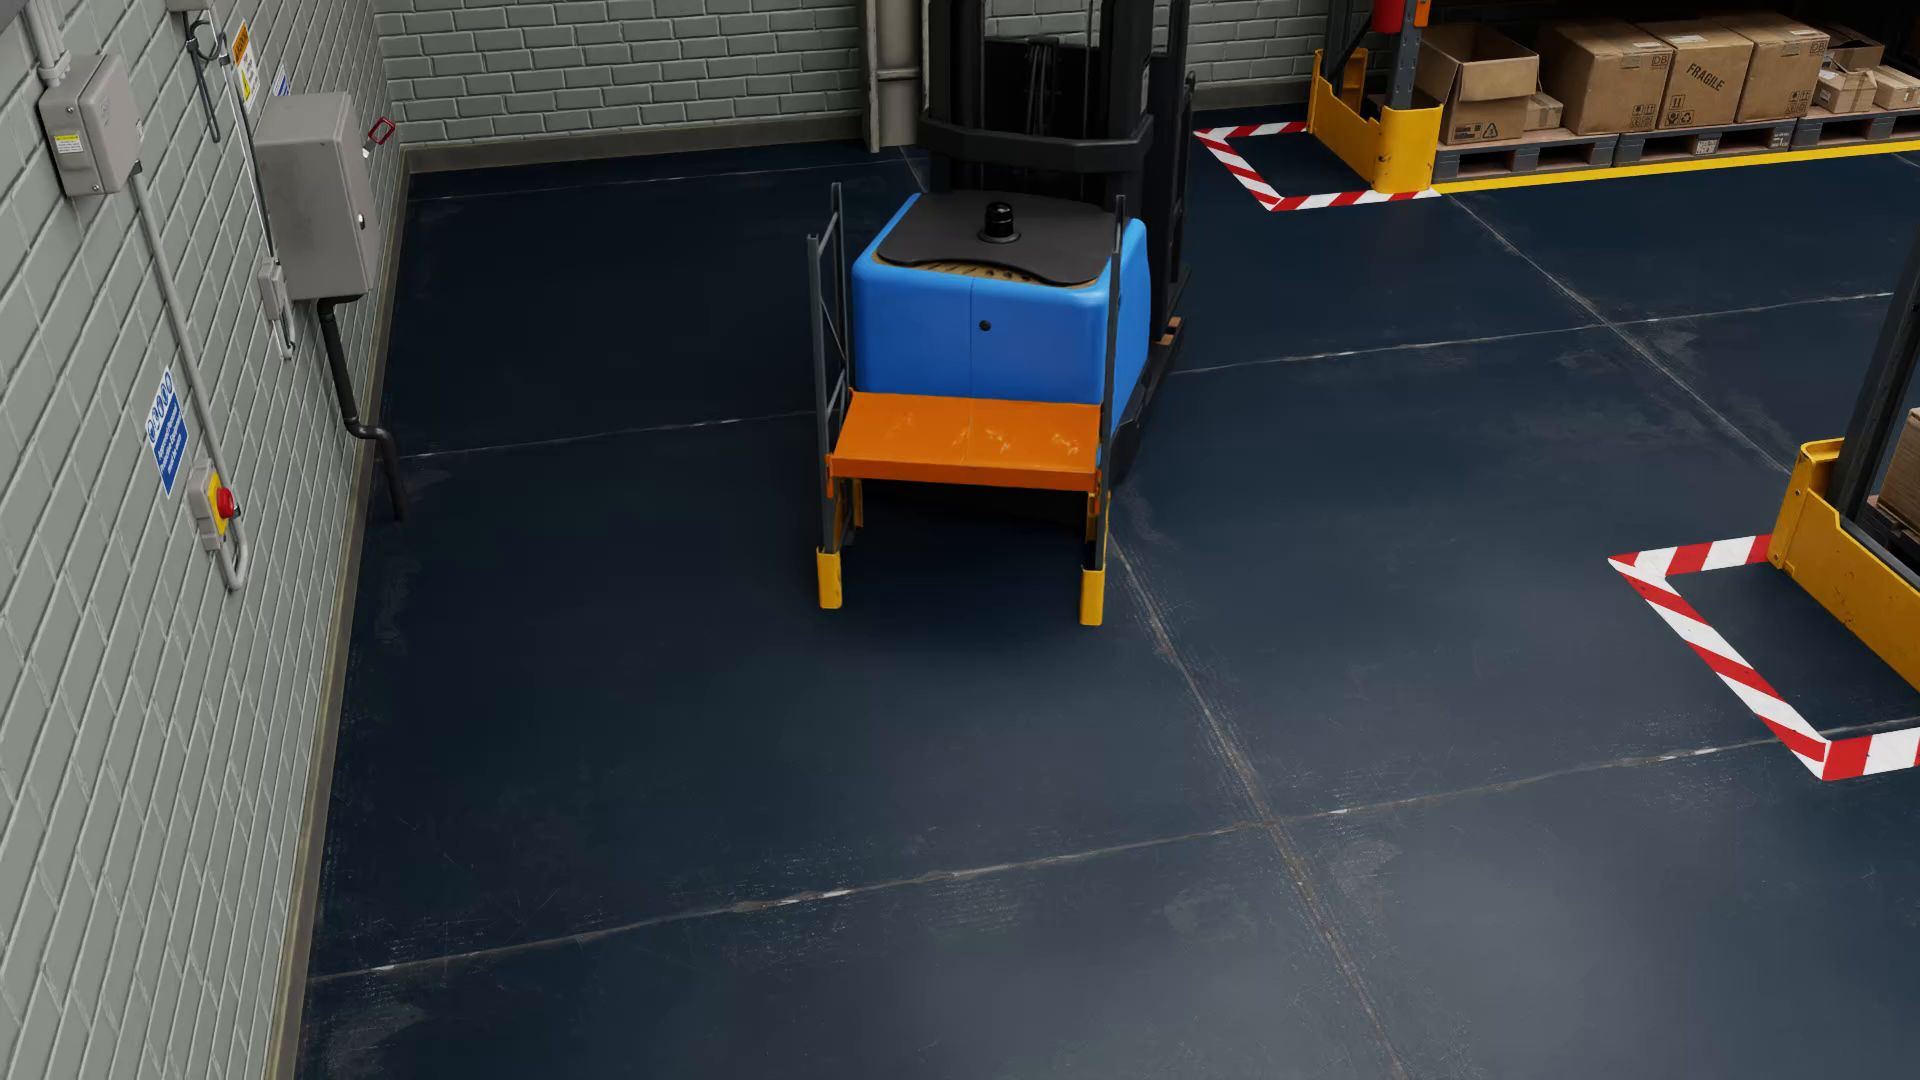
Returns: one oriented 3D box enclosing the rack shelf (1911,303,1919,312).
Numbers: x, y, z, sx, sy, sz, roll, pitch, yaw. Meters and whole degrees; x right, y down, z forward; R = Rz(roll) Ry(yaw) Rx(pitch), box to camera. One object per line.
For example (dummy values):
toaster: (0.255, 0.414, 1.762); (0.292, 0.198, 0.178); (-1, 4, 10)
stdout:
rack shelf: (5.480, -0.852, 5.973); (4.000, 0.370, 1.077); (-7, 35, -11)

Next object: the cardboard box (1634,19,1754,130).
cardboard box: (4.428, -2.856, 10.181); (0.500, 0.500, 0.500); (-7, 34, -10)

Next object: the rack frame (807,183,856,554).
rack frame: (-0.469, -0.522, 6.181); (0.032, 1.500, 0.500); (4, 34, 5)

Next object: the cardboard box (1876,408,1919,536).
cardboard box: (4.151, -0.150, 6.205); (0.875, 0.438, 0.875); (-8, 35, -12)

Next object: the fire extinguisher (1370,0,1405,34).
fire extinguisher: (2.389, -3.145, 9.149); (0.183, 0.674, 0.296); (-7, 35, -11)

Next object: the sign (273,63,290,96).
sign: (-2.598, -1.562, 6.471); (0.001, 0.494, 0.329); (-7, 35, -11)

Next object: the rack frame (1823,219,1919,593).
rack frame: (3.529, -0.904, 5.406); (0.127, 3.000, 1.000); (-7, 35, -11)

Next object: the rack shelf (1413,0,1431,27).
rack shelf: (4.381, -3.549, 9.992); (4.000, 0.370, 1.077); (-7, 35, -11)

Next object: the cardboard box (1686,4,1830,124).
cardboard box: (4.903, -2.973, 10.355); (0.500, 0.500, 0.700); (-8, 35, -12)

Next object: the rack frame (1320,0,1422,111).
rack frame: (2.431, -3.602, 9.425); (0.127, 3.000, 1.000); (-7, 35, -11)

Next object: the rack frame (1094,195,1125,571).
rack frame: (0.541, -0.459, 6.088); (0.032, 1.500, 0.500); (4, 34, 5)

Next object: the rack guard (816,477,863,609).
rack guard: (-0.468, -0.003, 6.529); (0.087, 0.250, 0.587); (4, 34, 5)

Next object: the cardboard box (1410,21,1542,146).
cardboard box: (3.048, -2.763, 10.039); (0.637, 0.503, 0.797); (-9, 35, -12)

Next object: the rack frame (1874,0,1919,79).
rack frame: (6.332, -4.093, 10.158); (0.127, 3.000, 1.000); (-7, 35, -11)

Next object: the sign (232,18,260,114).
sign: (-2.476, -1.646, 5.769); (0.001, 0.242, 0.339); (-7, 35, -11)

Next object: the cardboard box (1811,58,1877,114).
cardboard box: (5.505, -2.860, 10.397); (0.258, 0.266, 0.396); (-6, 34, -9)

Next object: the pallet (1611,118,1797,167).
pallet: (4.470, -2.700, 10.584); (1.213, 0.211, 1.003); (-7, 35, -11)

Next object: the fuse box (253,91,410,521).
fuse box: (-2.287, -0.823, 6.441); (0.414, 1.711, 0.539); (-7, 35, -11)

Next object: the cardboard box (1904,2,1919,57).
cardboard box: (6.746, -3.451, 11.067); (0.500, 0.500, 0.500); (-7, 35, -11)

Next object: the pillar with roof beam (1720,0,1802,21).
pillar with roof beam: (6.404, -4.649, 5.602); (0.400, 9.000, 9.100); (-7, 35, -11)

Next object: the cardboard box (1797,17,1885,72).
cardboard box: (5.635, -3.199, 10.861); (0.500, 0.311, 0.500); (-6, 34, -9)

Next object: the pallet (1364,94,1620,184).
pallet: (3.282, -2.552, 10.363); (1.213, 0.211, 1.003); (-7, 35, -11)

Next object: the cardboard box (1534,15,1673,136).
cardboard box: (3.890, -2.846, 10.165); (0.500, 0.500, 0.700); (-6, 34, -9)

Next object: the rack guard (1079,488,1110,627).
rack guard: (0.522, 0.059, 6.438); (0.087, 0.250, 0.587); (4, 34, 5)

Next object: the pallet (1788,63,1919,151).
pallet: (5.662, -2.852, 10.810); (1.213, 0.211, 1.003); (-7, 35, -11)

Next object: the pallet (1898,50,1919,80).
pallet: (7.117, -3.056, 11.115); (1.213, 0.211, 1.003); (-7, 35, -11)

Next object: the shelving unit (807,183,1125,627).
shelving unit: (0.027, -0.491, 6.136); (1.083, 1.500, 0.587); (4, 34, 5)

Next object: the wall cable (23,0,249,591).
wall cable: (-1.965, -0.633, 4.062); (0.123, 1.953, 0.585); (-7, 35, -11)

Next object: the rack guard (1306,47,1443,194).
rack guard: (2.505, -2.573, 10.136); (0.348, 0.500, 1.175); (-7, 35, -11)

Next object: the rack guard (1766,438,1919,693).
rack guard: (3.506, 0.136, 6.098); (0.348, 0.500, 1.175); (-7, 35, -11)

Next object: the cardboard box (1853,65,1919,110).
cardboard box: (5.853, -2.856, 10.495); (0.250, 0.149, 0.380); (-8, 35, -12)

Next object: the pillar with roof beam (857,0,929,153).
pillar with roof beam: (0.552, -3.911, 4.503); (0.400, 9.000, 9.100); (-7, 35, -11)

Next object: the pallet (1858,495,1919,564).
pallet: (4.292, 0.113, 6.393); (1.213, 0.211, 1.003); (-7, 35, -11)

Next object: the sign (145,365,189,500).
sign: (-2.014, -0.277, 4.228); (0.001, 0.218, 0.327); (-7, 35, -11)

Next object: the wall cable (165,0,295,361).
wall cable: (-2.290, -1.390, 5.217); (0.122, 1.984, 0.588); (-7, 35, -11)

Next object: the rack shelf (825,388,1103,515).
rack shelf: (0.036, -0.341, 6.235); (1.000, 0.185, 0.538); (4, 34, 5)

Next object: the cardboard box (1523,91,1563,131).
cardboard box: (3.471, -2.647, 10.184); (0.250, 0.149, 0.380); (-9, 35, -12)

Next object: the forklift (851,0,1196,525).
forklift: (0.477, -2.096, 7.242); (1.130, 2.935, 3.031); (10, 35, 14)
